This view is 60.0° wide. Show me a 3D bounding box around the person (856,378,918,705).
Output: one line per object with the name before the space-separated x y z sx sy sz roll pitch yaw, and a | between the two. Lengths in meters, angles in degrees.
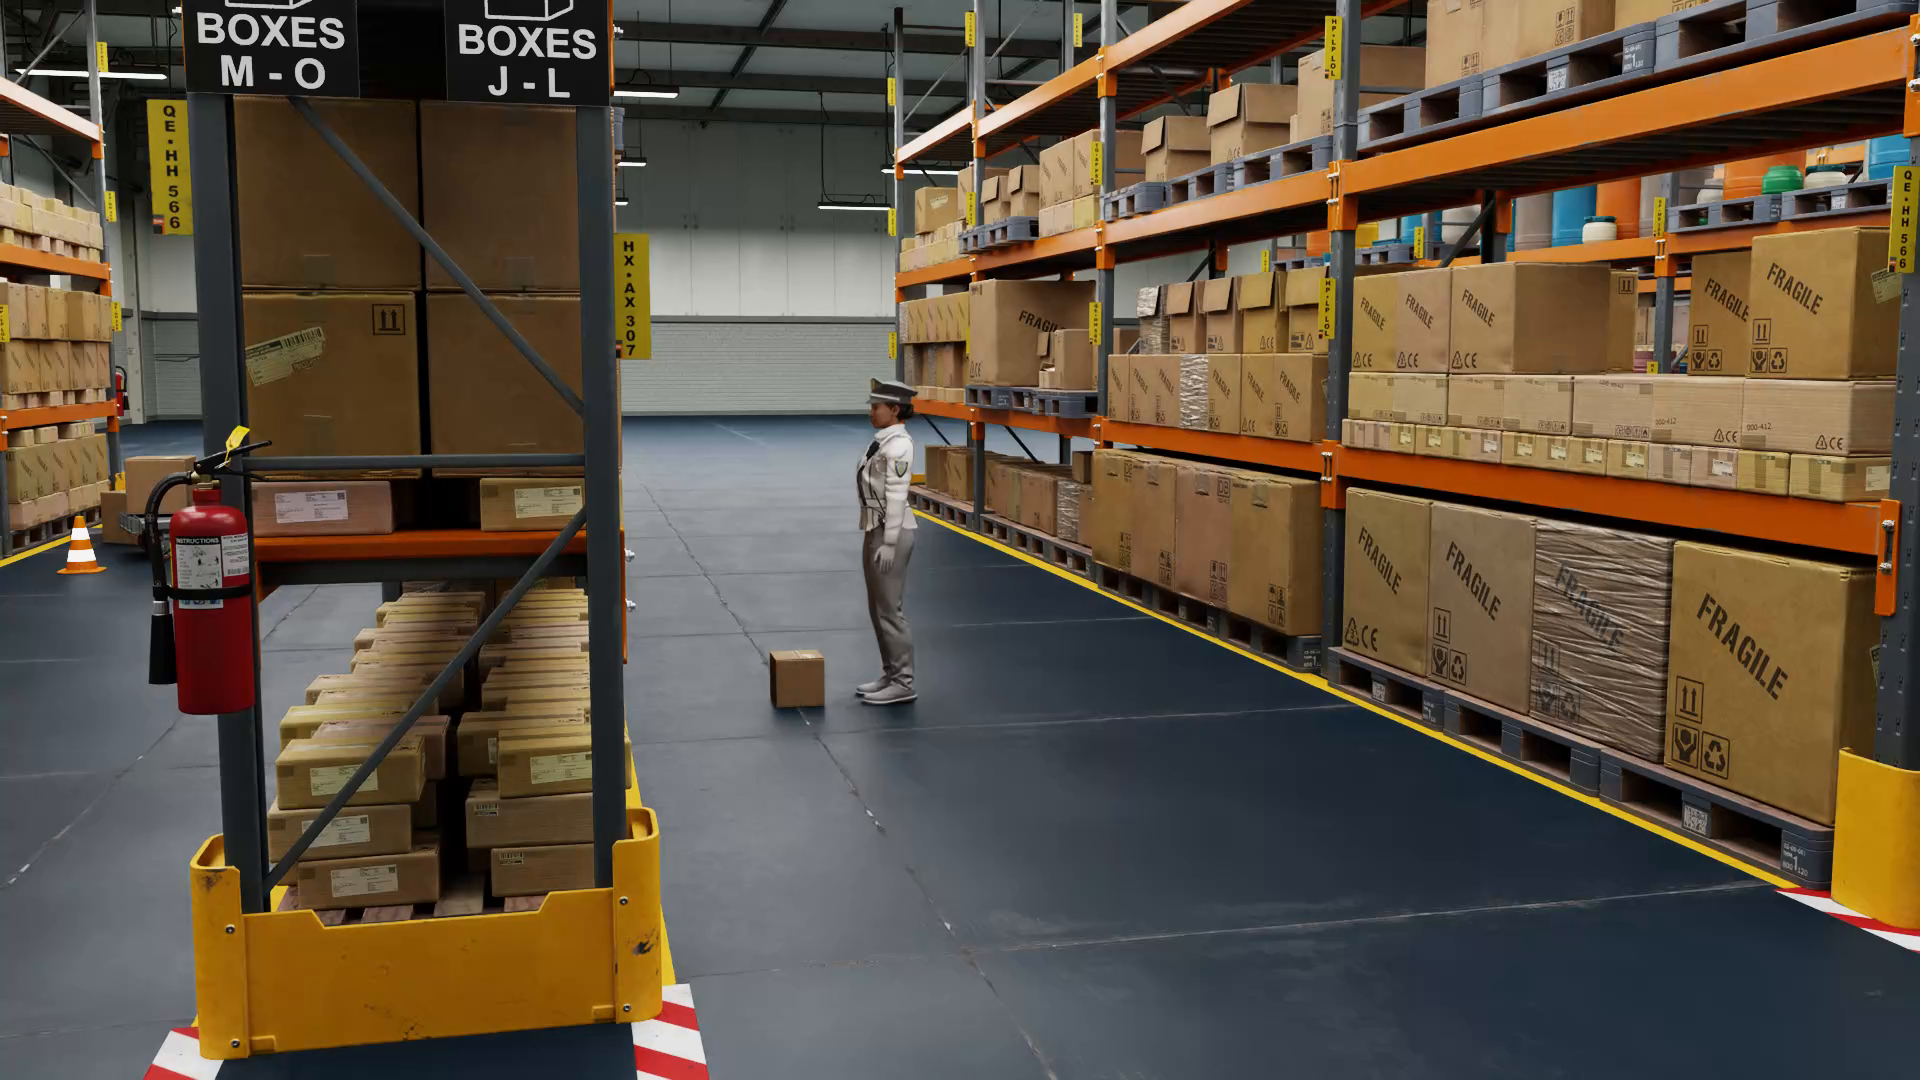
person | -0.385 0.001 8.618 0.337 1.677 0.466 -1 6 -12
